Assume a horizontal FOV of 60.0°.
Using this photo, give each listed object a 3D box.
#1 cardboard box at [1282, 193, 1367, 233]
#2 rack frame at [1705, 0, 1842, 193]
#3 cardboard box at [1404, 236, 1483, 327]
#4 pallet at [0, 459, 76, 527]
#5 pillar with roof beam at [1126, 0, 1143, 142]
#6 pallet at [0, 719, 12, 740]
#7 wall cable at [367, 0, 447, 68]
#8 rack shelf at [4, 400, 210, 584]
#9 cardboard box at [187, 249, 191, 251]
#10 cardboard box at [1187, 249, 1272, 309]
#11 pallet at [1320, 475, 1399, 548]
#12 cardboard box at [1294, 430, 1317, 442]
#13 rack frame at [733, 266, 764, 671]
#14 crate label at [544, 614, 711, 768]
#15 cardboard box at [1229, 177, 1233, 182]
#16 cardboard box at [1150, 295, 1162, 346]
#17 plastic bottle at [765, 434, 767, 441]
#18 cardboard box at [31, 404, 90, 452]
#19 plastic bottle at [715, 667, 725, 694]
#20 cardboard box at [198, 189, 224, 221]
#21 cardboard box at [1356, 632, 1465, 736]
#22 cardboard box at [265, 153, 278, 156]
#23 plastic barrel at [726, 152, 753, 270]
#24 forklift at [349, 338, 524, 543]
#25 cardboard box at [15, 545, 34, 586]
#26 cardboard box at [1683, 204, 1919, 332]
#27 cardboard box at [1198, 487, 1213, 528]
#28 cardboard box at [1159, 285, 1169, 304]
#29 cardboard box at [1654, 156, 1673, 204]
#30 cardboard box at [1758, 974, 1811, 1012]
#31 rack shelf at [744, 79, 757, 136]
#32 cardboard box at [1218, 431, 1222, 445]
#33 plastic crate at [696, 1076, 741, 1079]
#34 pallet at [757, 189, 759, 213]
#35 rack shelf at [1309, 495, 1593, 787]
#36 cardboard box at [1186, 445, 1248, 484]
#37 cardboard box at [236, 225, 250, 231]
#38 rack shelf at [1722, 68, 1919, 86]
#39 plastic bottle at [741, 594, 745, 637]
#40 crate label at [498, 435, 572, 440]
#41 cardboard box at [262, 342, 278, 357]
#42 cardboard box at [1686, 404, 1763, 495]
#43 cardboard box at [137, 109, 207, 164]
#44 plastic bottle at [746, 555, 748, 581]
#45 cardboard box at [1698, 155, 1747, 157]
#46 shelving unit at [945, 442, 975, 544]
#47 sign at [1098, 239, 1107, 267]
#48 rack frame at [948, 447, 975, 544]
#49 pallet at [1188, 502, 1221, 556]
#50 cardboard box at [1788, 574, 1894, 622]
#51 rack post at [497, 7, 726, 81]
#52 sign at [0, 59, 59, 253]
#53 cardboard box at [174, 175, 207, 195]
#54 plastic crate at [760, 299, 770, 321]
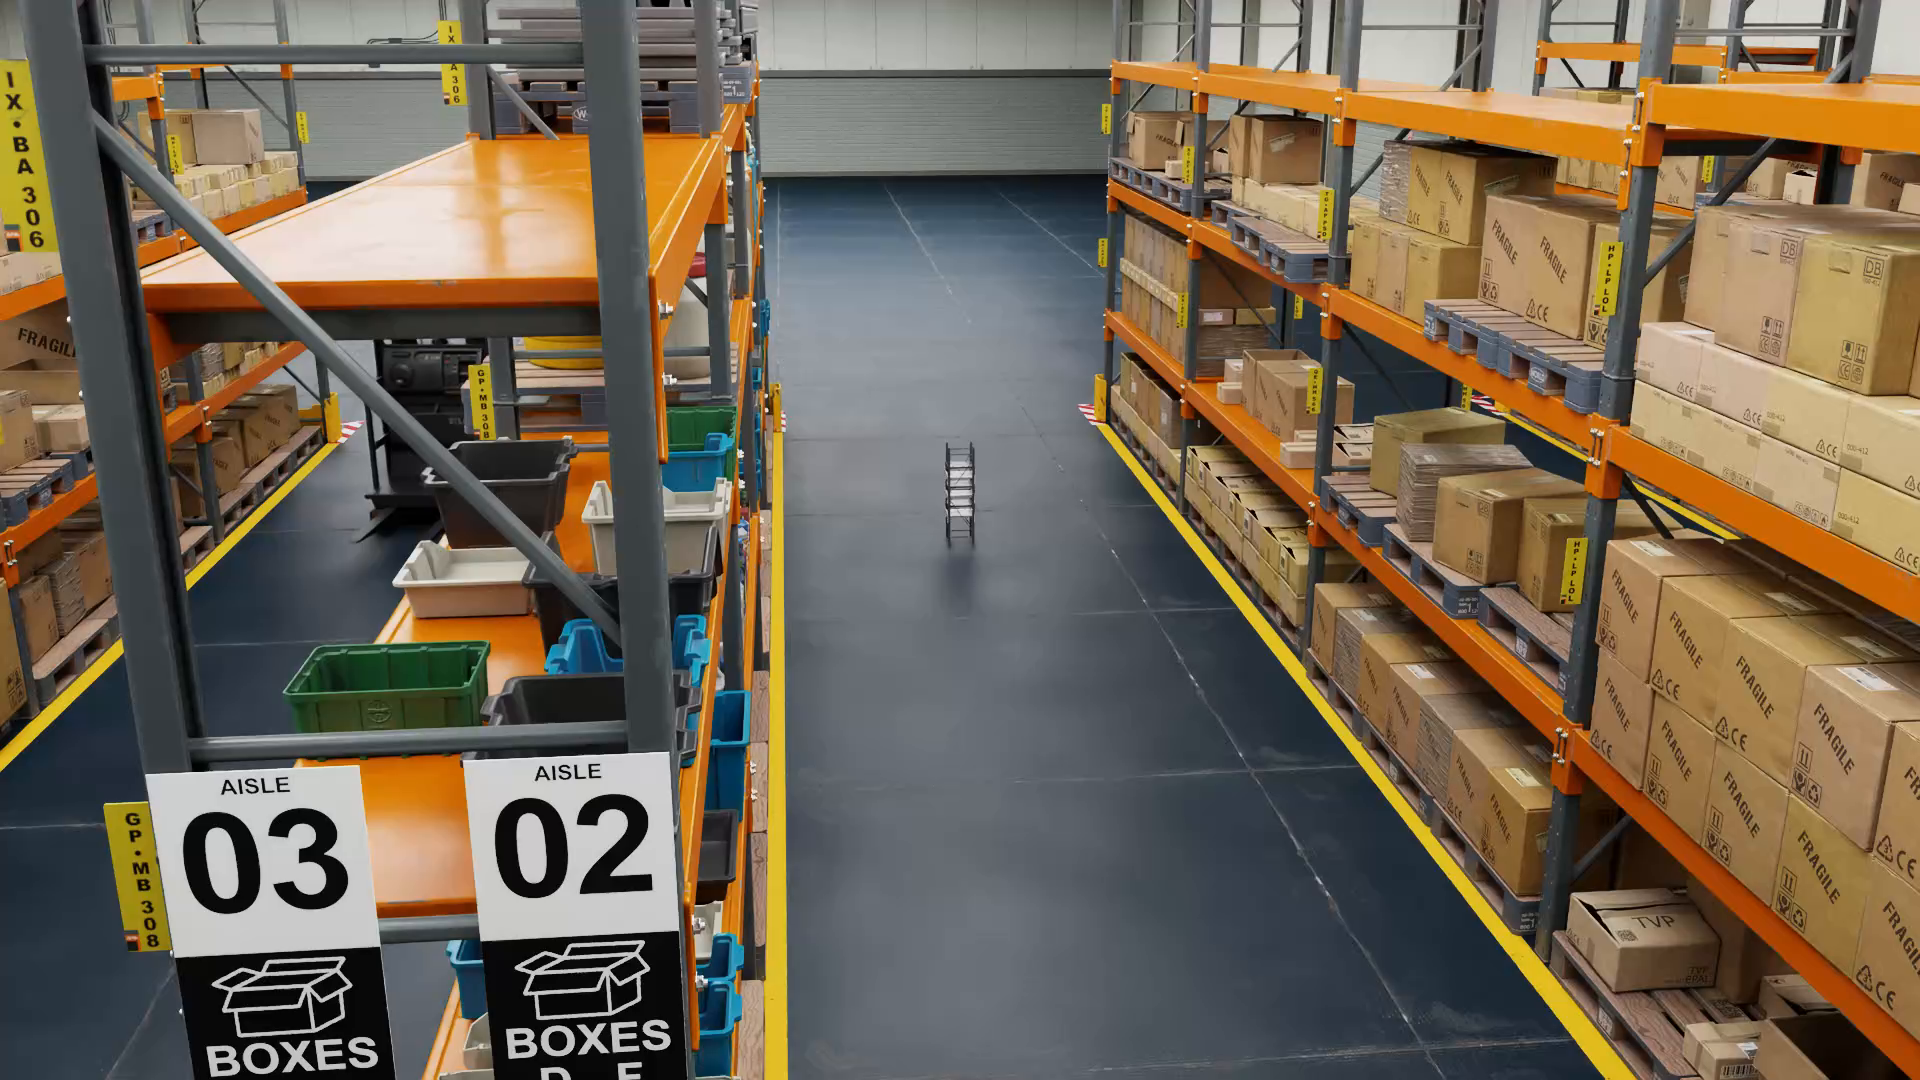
[{"bbox_3d":[2.810,-2.529,12.838,0.500,0.250,0.500,-2,18,-7],"label":"cardboard box"},{"bbox_3d":[7.547,-4.717,15.252,1.000,3.000,0.127,-2,18,-6],"label":"rack frame"},{"bbox_3d":[3.218,-1.552,10.011,0.910,0.500,0.500,-2,18,-6],"label":"cardboard box"},{"bbox_3d":[-7.001,-0.322,11.587,1.213,0.211,1.003,-2,18,-6],"label":"pallet"},{"bbox_3d":[0.691,-14.532,46.515,9.100,9.000,0.400,-2,18,-6],"label":"pillar with roof beam"},{"bbox_3d":[-6.815,1.364,10.554,1.003,0.211,1.213,-2,18,-6],"label":"pallet"},{"bbox_3d":[-15.903,-16.522,47.174,2.305,6.003,0.169,-2,18,-6],"label":"wall cable"},{"bbox_3d":[-7.027,-0.457,12.898,1.077,0.370,4.000,-2,18,-6],"label":"rack shelf"},{"bbox_3d":[-7.131,-2.502,15.880,0.500,0.500,0.500,-2,18,-6],"label":"cardboard box"},{"bbox_3d":[2.568,-2.499,15.871,0.700,0.500,0.500,-2,18,-5],"label":"cardboard box"},{"bbox_3d":[3.173,-0.218,11.256,1.213,0.211,1.003,-2,18,-6],"label":"pallet"},{"bbox_3d":[2.845,-0.767,13.106,0.380,0.149,0.250,0,17,-2],"label":"cardboard box"},{"bbox_3d":[-1.895,-0.357,11.379,1.000,3.000,0.127,-2,18,-6],"label":"rack frame"},{"bbox_3d":[-0.843,0.381,4.268,0.408,0.251,0.502,-2,18,-6],"label":"crate label"},{"bbox_3d":[2.831,-3.605,15.615,0.500,0.500,0.500,0,17,-1],"label":"cardboard box"},{"bbox_3d":[2.405,-2.340,17.527,0.700,0.500,0.500,-1,17,-4],"label":"cardboard box"},{"bbox_3d":[-2.081,-1.000,17.240,0.152,0.276,0.135,-2,18,-7],"label":"plastic bottle"},{"bbox_3d":[-6.765,-0.839,12.465,0.500,0.250,0.500,-2,18,-7],"label":"cardboard box"},{"bbox_3d":[-1.200,0.731,7.995,0.144,0.351,0.185,-2,18,-6],"label":"plastic bottle"},{"bbox_3d":[-7.085,-3.055,15.215,0.500,0.250,0.500,-2,18,-6],"label":"cardboard box"},{"bbox_3d":[2.902,0.924,10.739,0.500,0.500,0.500,-2,18,-6],"label":"cardboard box"},{"bbox_3d":[-7.397,-3.983,17.506,0.380,0.149,0.250,-2,18,-7],"label":"cardboard box"},{"bbox_3d":[-1.763,-2.279,11.656,0.600,0.901,0.600,0,17,0],"label":"plastic barrel"},{"bbox_3d":[-4.975,-1.618,15.509,1.130,2.935,3.031,0,17,0],"label":"forklift"},{"bbox_3d":[-6.920,0.222,11.721,0.500,0.250,0.500,-1,17,-3],"label":"cardboard box"},{"bbox_3d":[3.533,-1.129,6.996,0.700,0.500,0.500,-2,18,-6],"label":"cardboard box"},{"bbox_3d":[2.467,-0.309,15.116,0.500,0.250,0.500,-1,17,-4],"label":"cardboard box"},{"bbox_3d":[2.250,-2.511,16.989,0.380,0.149,0.250,-1,17,-4],"label":"cardboard box"},{"bbox_3d":[7.210,-3.637,16.619,0.500,0.500,0.500,-3,18,-10],"label":"cardboard box"},{"bbox_3d":[3.885,2.104,7.566,0.380,0.149,0.250,-2,18,-6],"label":"cardboard box"},{"bbox_3d":[-2.101,-3.281,12.547,1.077,0.370,4.000,-2,18,-6],"label":"rack shelf"},{"bbox_3d":[2.824,-1.244,16.841,0.500,0.500,0.500,-2,18,-6],"label":"cardboard box"},{"bbox_3d":[-0.788,1.740,5.041,0.250,0.136,0.298,-2,18,-6],"label":"plastic crate"},{"bbox_3d":[-2.479,-3.102,15.430,1.213,0.211,1.003,-2,18,-6],"label":"pallet"},{"bbox_3d":[3.239,0.430,10.073,1.077,0.370,4.000,-2,18,-6],"label":"rack shelf"},{"bbox_3d":[2.415,-0.726,15.508,0.500,0.311,0.500,-2,18,-5],"label":"cardboard box"},{"bbox_3d":[-7.861,-3.082,17.726,0.500,0.500,0.500,-2,18,-6],"label":"cardboard box"},{"bbox_3d":[7.753,-3.587,13.521,1.077,0.370,4.000,-2,18,-6],"label":"rack shelf"},{"bbox_3d":[-1.270,0.399,9.178,0.152,0.276,0.135,-2,18,-6],"label":"plastic bottle"},{"bbox_3d":[-1.719,-0.316,6.681,0.293,0.136,0.466,-2,18,-6],"label":"crate label"},{"bbox_3d":[-7.152,-1.945,16.858,0.380,0.149,0.250,-2,18,-6],"label":"cardboard box"},{"bbox_3d":[3.297,-0.375,6.680,0.500,0.250,0.500,-2,18,-6],"label":"cardboard box"},{"bbox_3d":[-7.762,-3.996,16.465,0.500,0.500,0.500,-2,18,-6],"label":"cardboard box"},{"bbox_3d":[-1.341,0.152,10.090,0.097,0.201,0.097,0,17,0],"label":"plastic bottle"},{"bbox_3d":[7.226,-3.961,15.982,0.500,0.500,0.500,-3,18,-10],"label":"cardboard box"},{"bbox_3d":[0.001,-0.427,15.108,0.258,0.900,0.210,-2,18,-6],"label":"shelving unit"},{"bbox_3d":[1.655,-3.328,19.265,0.100,0.325,0.005,-2,18,-6],"label":"sign"},{"bbox_3d":[0.011,-0.397,15.011,0.240,0.900,0.006,-2,18,-6],"label":"rack frame"},{"bbox_3d":[2.735,-0.152,15.382,1.003,0.211,1.213,-2,18,-6],"label":"pallet"},{"bbox_3d":[3.811,0.453,6.962,0.500,0.500,0.500,-2,18,-7],"label":"cardboard box"},{"bbox_3d":[-1.538,-2.243,7.499,0.937,0.300,0.954,-2,18,-7],"label":"rack post"},{"bbox_3d":[-1.615,-0.660,2.868,0.100,0.325,0.005,-2,18,-6],"label":"sign"},{"bbox_3d":[-7.063,-3.211,15.047,0.380,0.149,0.250,-2,18,-5],"label":"cardboard box"},{"bbox_3d":[-2.370,-2.530,18.548,0.499,0.251,0.616,-2,18,-6],"label":"plastic crate"}]
